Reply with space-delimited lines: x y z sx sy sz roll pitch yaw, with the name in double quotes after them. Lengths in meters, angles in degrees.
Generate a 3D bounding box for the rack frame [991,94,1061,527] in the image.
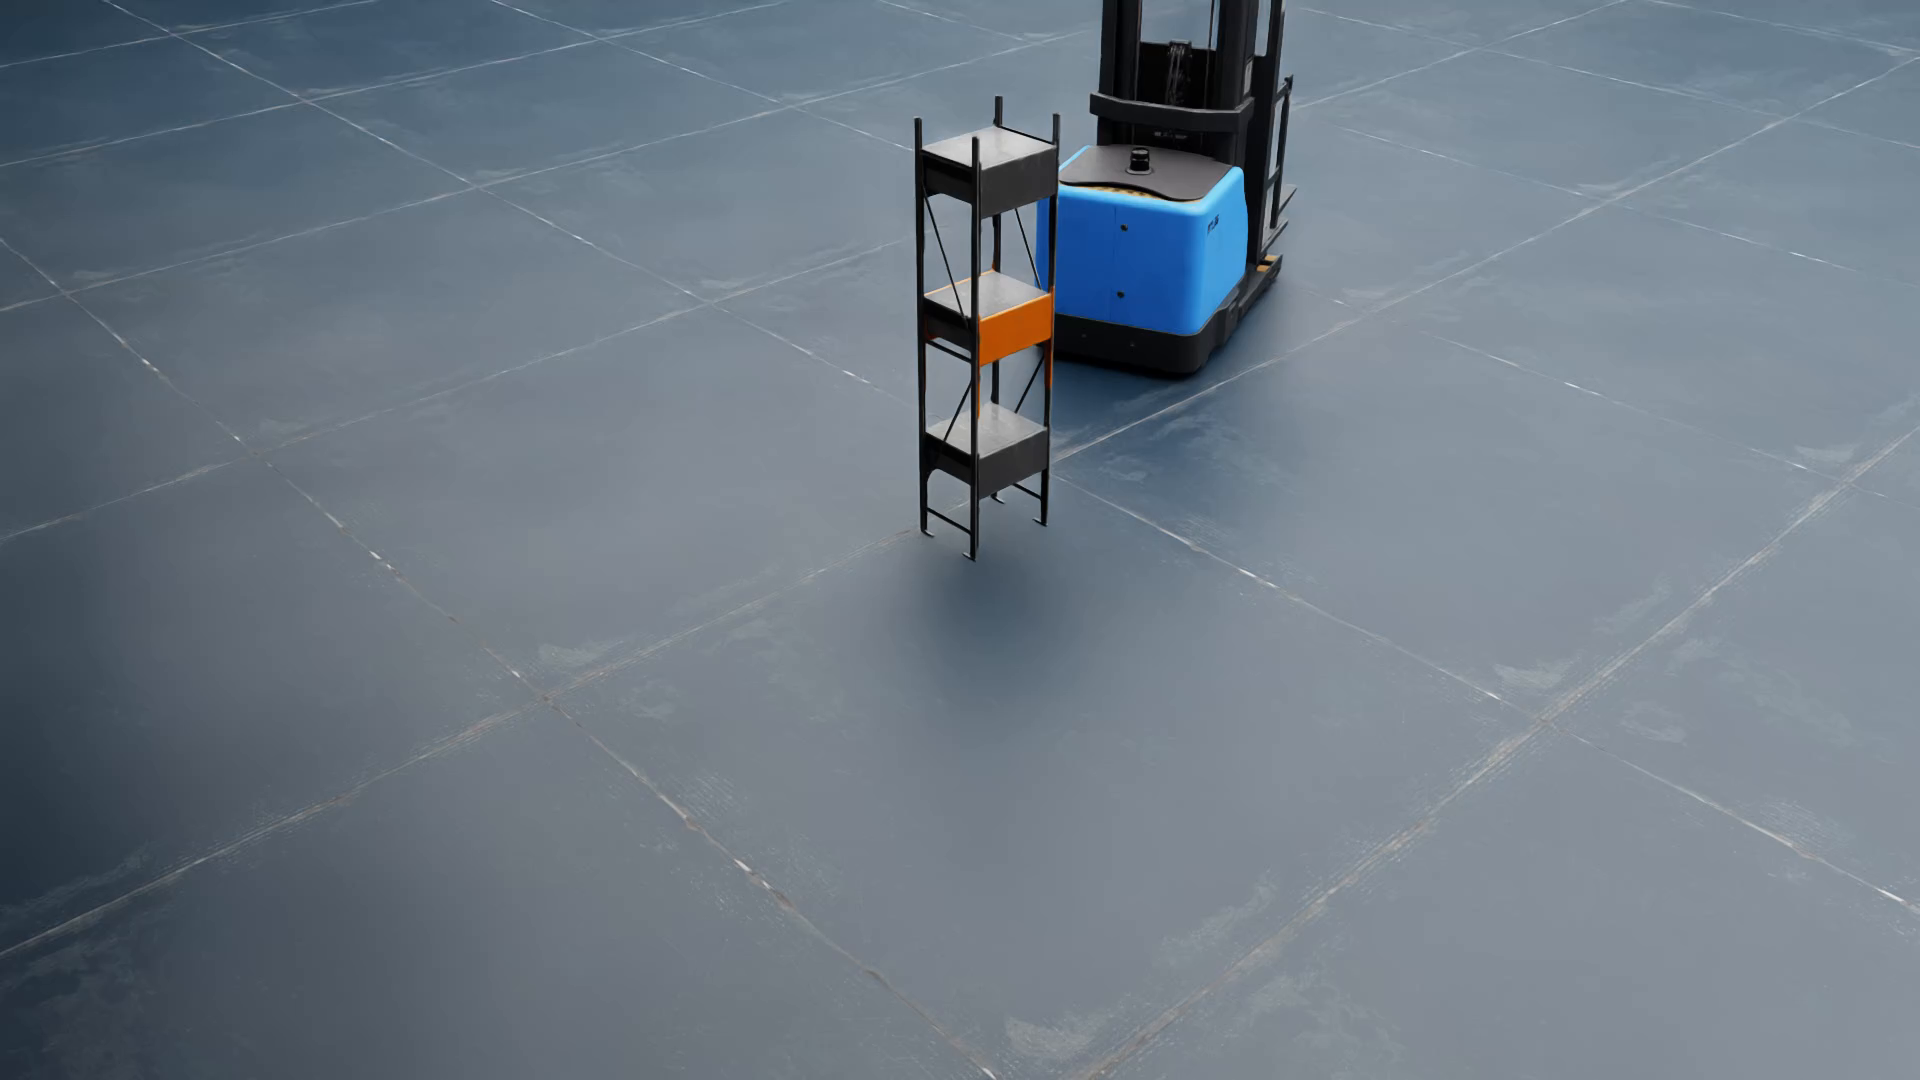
0.300 -1.041 7.940 0.015 2.100 0.400 -26 40 -35 "rack frame"

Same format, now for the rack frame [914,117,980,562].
-0.058 -0.868 7.657 0.015 2.100 0.400 -26 40 -35 "rack frame"

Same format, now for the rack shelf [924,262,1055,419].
0.121 -0.943 7.805 0.480 0.518 0.431 -26 40 -35 "rack shelf"

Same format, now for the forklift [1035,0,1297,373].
1.498 -2.976 10.307 1.130 2.935 3.031 13 34 21 "forklift"

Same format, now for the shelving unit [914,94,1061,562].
0.121 -0.955 7.798 0.503 2.100 0.431 -26 40 -35 "shelving unit"

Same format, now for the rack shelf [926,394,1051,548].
0.121 -0.346 8.171 0.480 0.518 0.431 -26 40 -35 "rack shelf"

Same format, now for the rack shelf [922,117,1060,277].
0.121 -1.540 7.440 0.480 0.518 0.431 -26 40 -35 "rack shelf"
